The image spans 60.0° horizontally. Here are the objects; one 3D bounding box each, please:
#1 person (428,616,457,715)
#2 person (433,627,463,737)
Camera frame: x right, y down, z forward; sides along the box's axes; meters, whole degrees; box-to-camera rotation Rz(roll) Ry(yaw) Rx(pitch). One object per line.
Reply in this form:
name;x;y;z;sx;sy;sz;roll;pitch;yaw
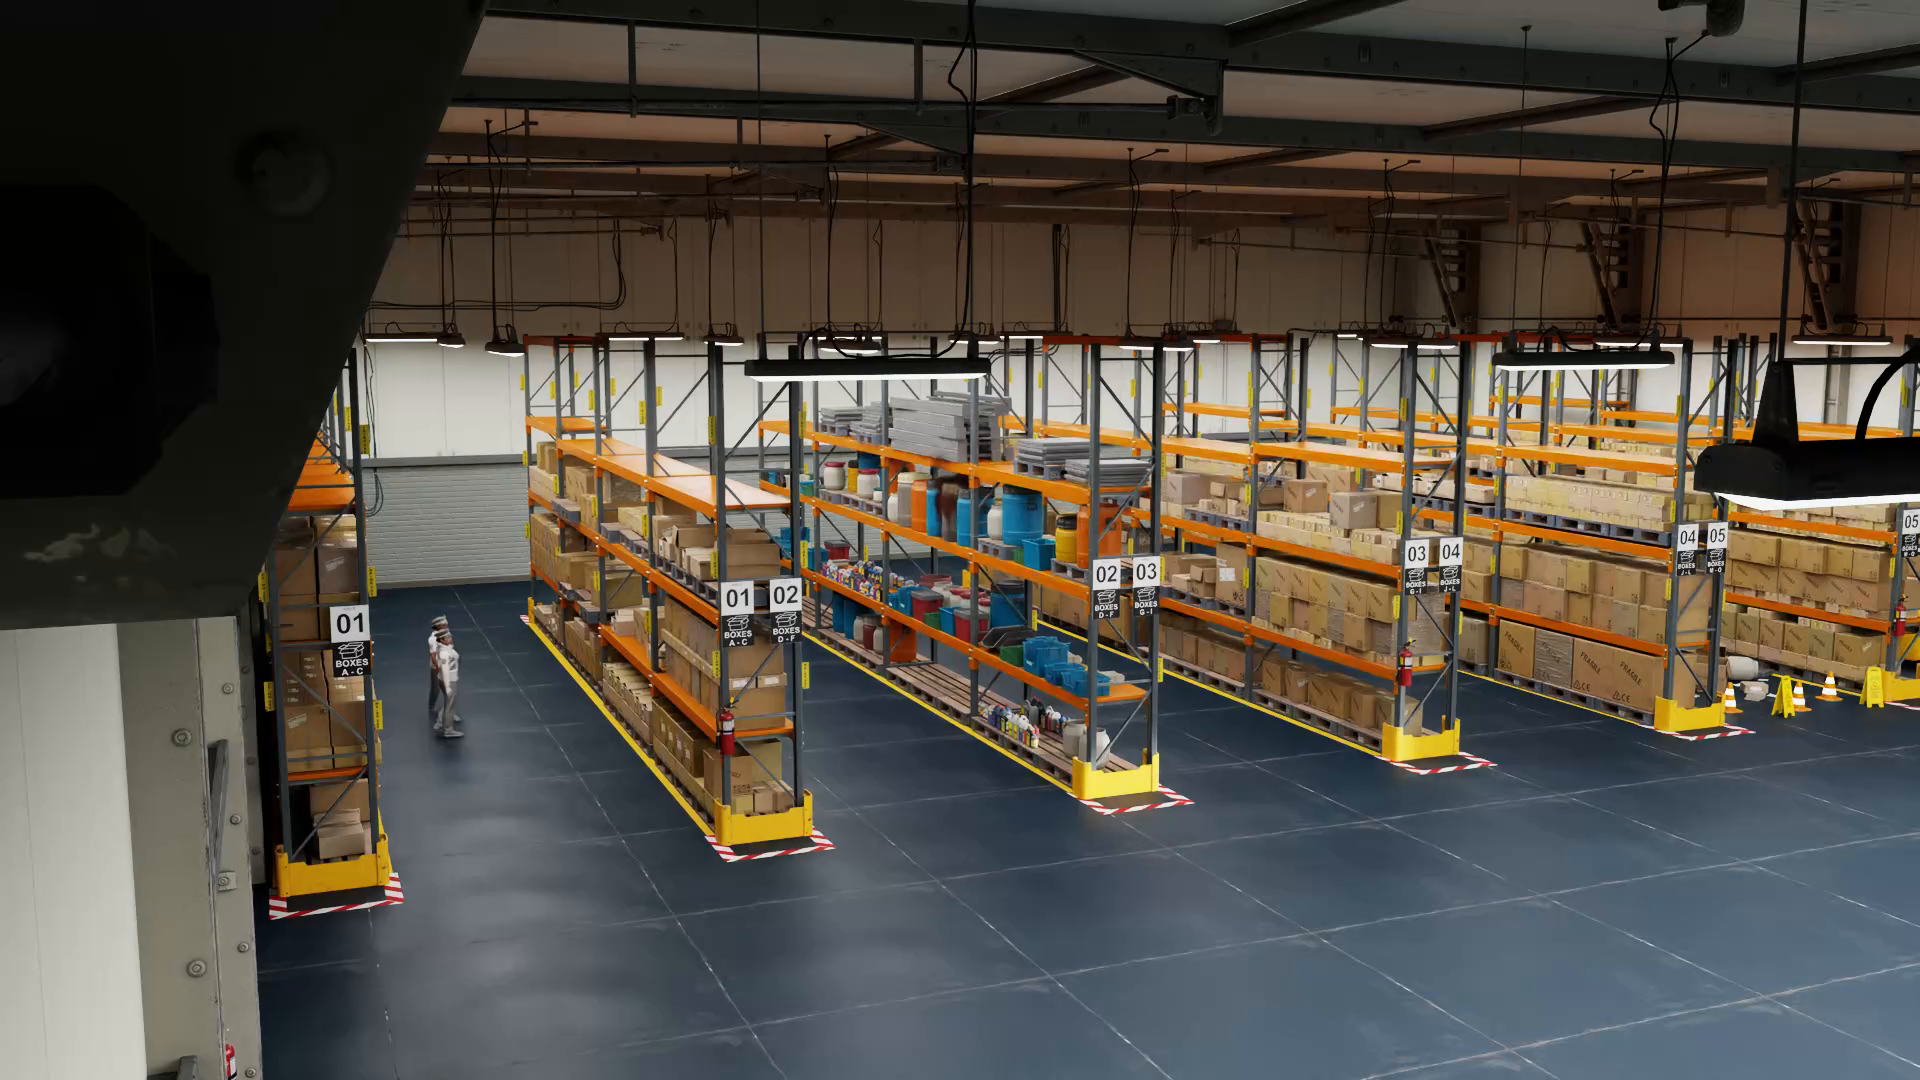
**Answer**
person;-8.246;1.986;26.458;0.426;1.578;0.792;-4;9;-30
person;-7.738;2.151;25.152;0.442;1.696;0.487;-5;9;-33
